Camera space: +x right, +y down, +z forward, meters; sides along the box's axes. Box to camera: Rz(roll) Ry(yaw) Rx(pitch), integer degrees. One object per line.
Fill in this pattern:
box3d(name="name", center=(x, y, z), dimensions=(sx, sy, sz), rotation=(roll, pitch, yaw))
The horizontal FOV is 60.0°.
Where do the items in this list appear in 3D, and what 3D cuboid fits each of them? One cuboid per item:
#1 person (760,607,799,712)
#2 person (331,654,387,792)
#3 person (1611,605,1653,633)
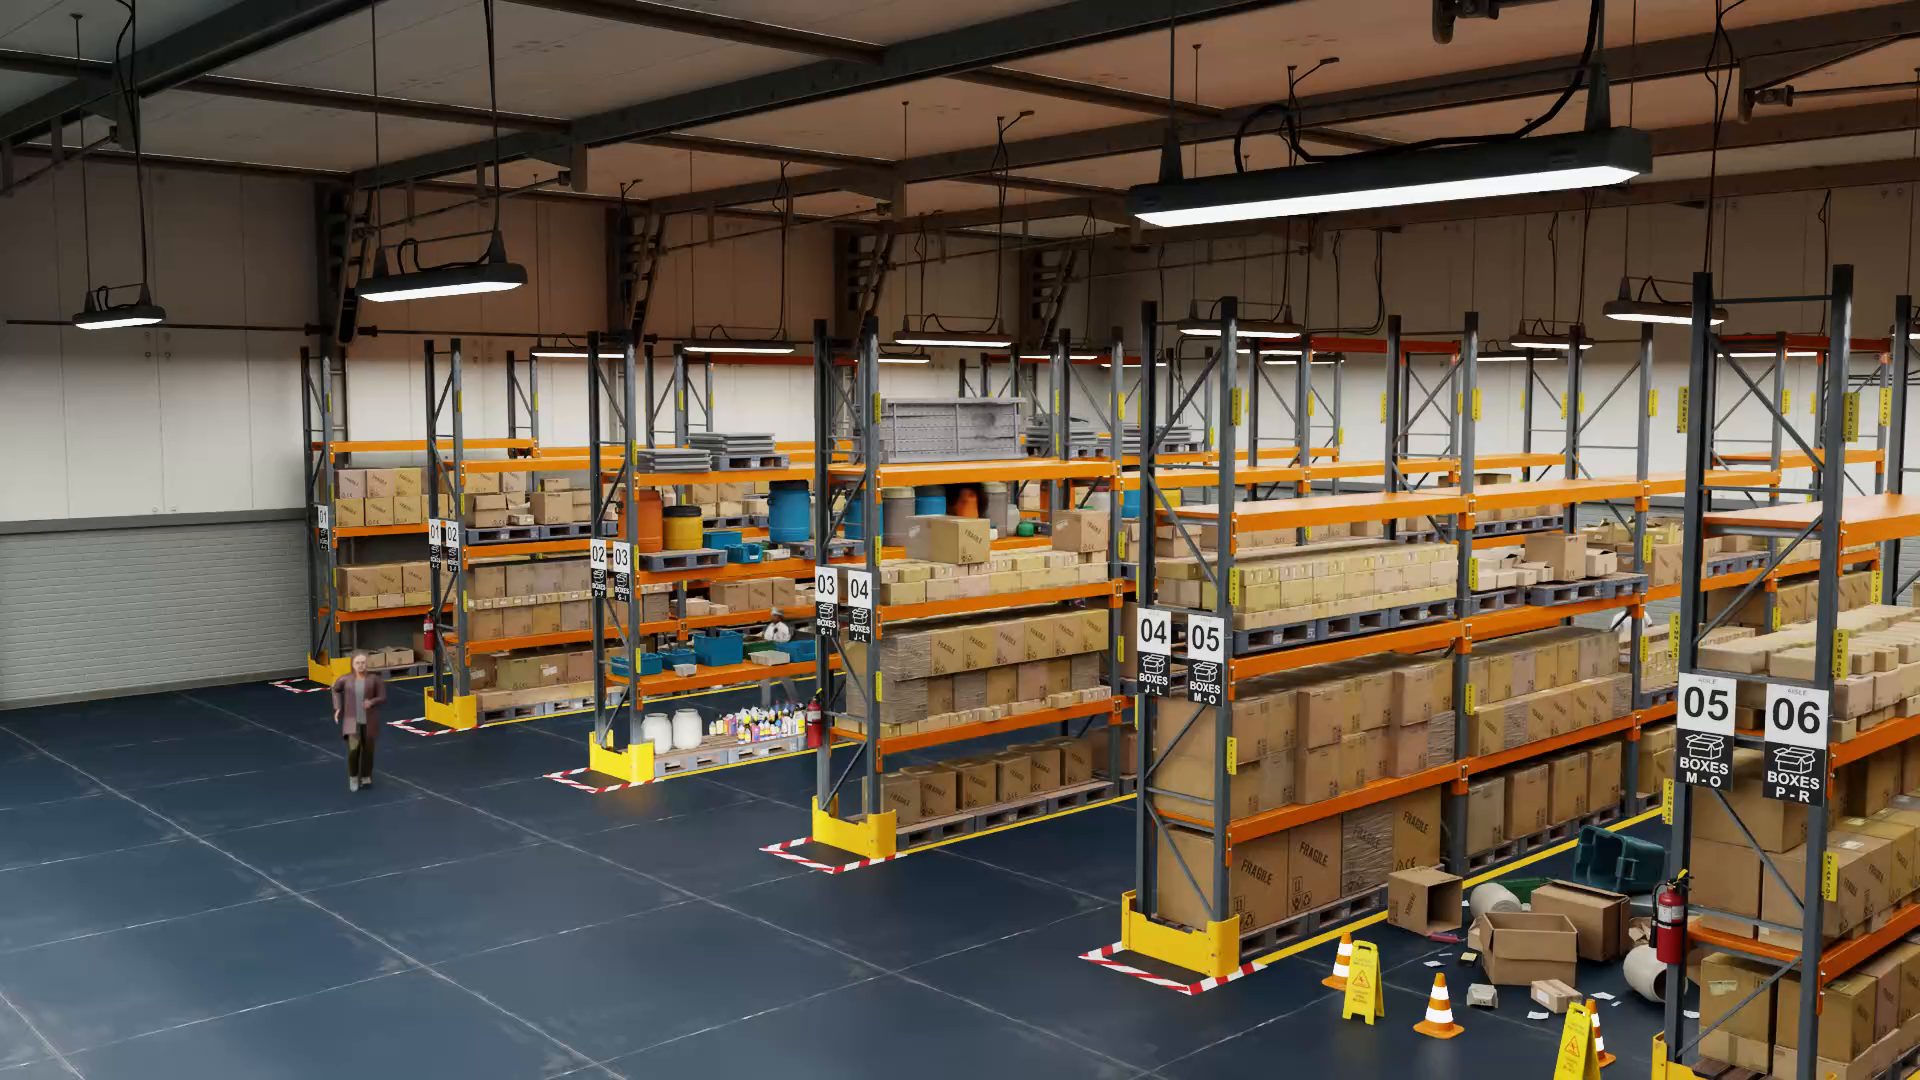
box3d(name="person", center=(-2.962, 1.944, 27.012), dimensions=(0.549, 1.755, 0.781), rotation=(4, 6, 36))
box3d(name="person", center=(-7.802, 2.424, 21.648), dimensions=(0.677, 1.705, 0.761), rotation=(-2, 5, -22))
box3d(name="person", center=(11.611, 1.803, 28.661), dimensions=(0.745, 1.690, 0.539), rotation=(1, 5, 10))
